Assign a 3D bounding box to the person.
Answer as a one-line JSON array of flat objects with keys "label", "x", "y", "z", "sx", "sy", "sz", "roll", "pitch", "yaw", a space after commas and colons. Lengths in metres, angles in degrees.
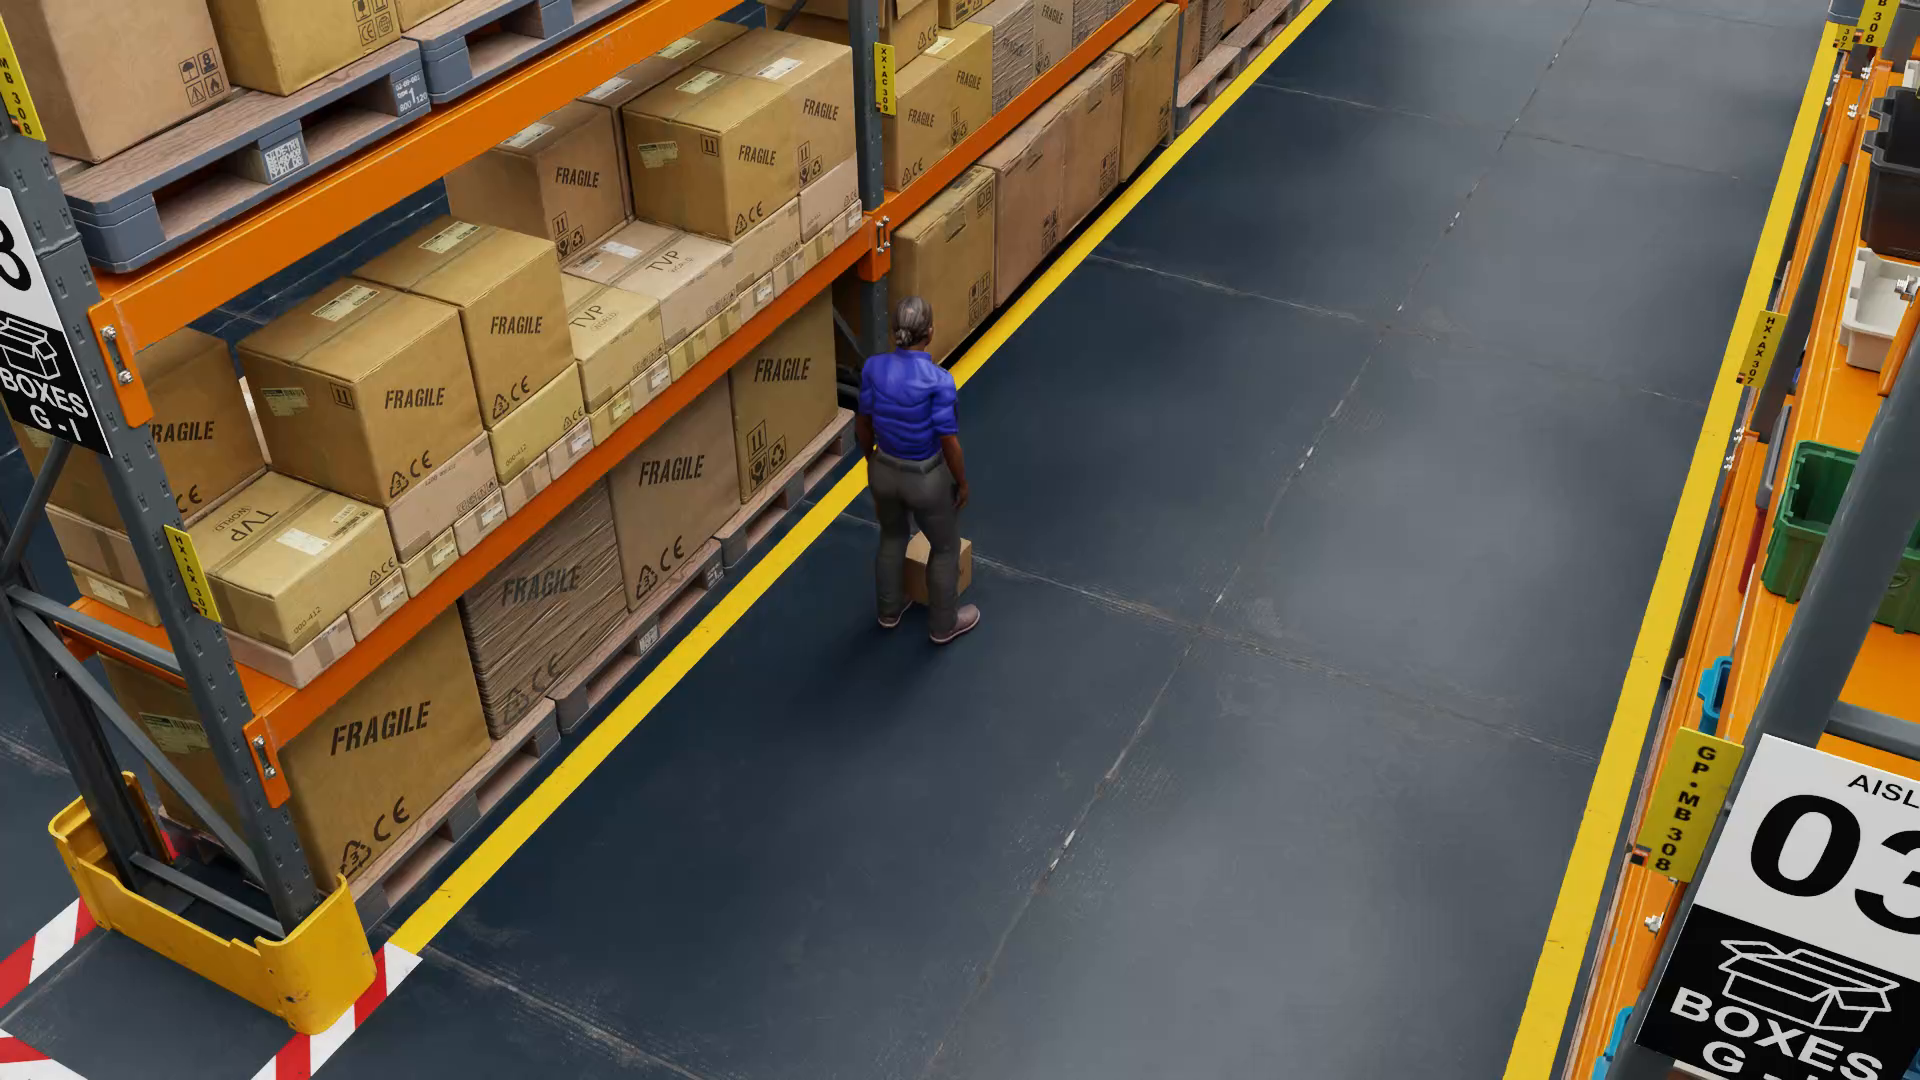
[{"label": "person", "x": -0.191, "y": -0.271, "z": 7.109, "sx": 0.508, "sy": 1.640, "sz": 0.346, "roll": 16, "pitch": 41, "yaw": 20}]
